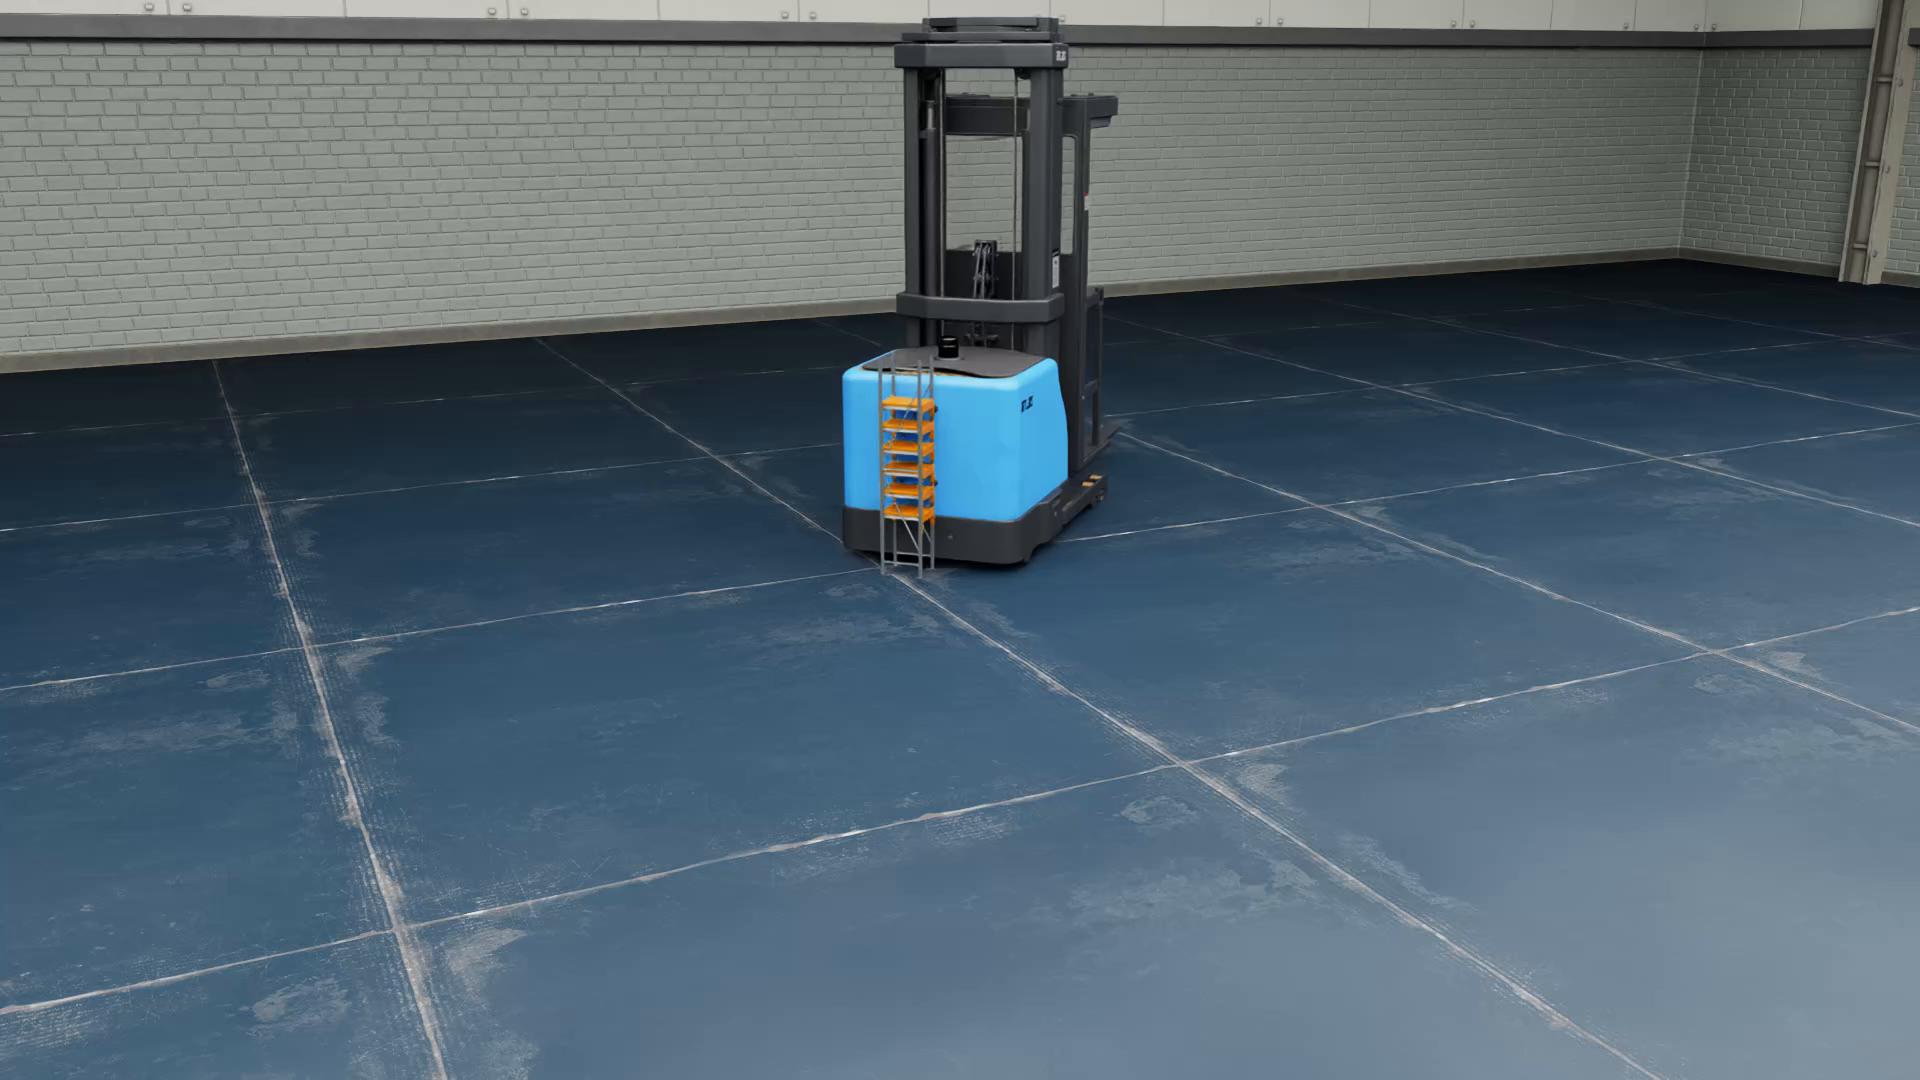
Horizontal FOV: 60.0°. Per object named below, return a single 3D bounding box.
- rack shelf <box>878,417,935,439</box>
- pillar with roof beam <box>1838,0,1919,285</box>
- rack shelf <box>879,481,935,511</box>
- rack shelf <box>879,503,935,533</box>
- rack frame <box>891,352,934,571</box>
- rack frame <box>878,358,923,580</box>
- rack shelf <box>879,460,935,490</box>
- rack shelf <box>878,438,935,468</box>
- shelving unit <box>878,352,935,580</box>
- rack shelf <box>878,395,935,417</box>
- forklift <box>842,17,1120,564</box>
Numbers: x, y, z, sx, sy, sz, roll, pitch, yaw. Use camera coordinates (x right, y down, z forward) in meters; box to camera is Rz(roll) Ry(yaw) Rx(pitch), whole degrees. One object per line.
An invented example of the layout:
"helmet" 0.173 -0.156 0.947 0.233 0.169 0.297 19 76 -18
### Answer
"rack shelf" -0.286 -0.583 8.899 0.258 0.103 0.180 6 17 19
"pillar with roof beam" 7.614 -7.097 18.168 9.100 9.000 0.400 -8 18 -25
"rack shelf" -0.286 -0.237 8.998 0.258 0.103 0.180 6 17 19
"rack shelf" -0.286 -0.122 9.031 0.258 0.103 0.180 6 17 19
"rack frame" -0.255 -0.419 9.036 0.240 1.200 0.006 6 17 19
"rack frame" -0.316 -0.371 8.870 0.240 1.200 0.006 6 17 19
"rack shelf" -0.286 -0.353 8.965 0.258 0.103 0.180 6 17 19
"rack shelf" -0.286 -0.468 8.932 0.258 0.103 0.180 6 17 19
"shelving unit" -0.286 -0.395 8.953 0.258 1.200 0.189 6 17 19
"rack shelf" -0.286 -0.699 8.866 0.258 0.103 0.180 6 17 19
"forklift" 0.308 -1.641 10.157 1.130 2.935 3.031 6 17 19
